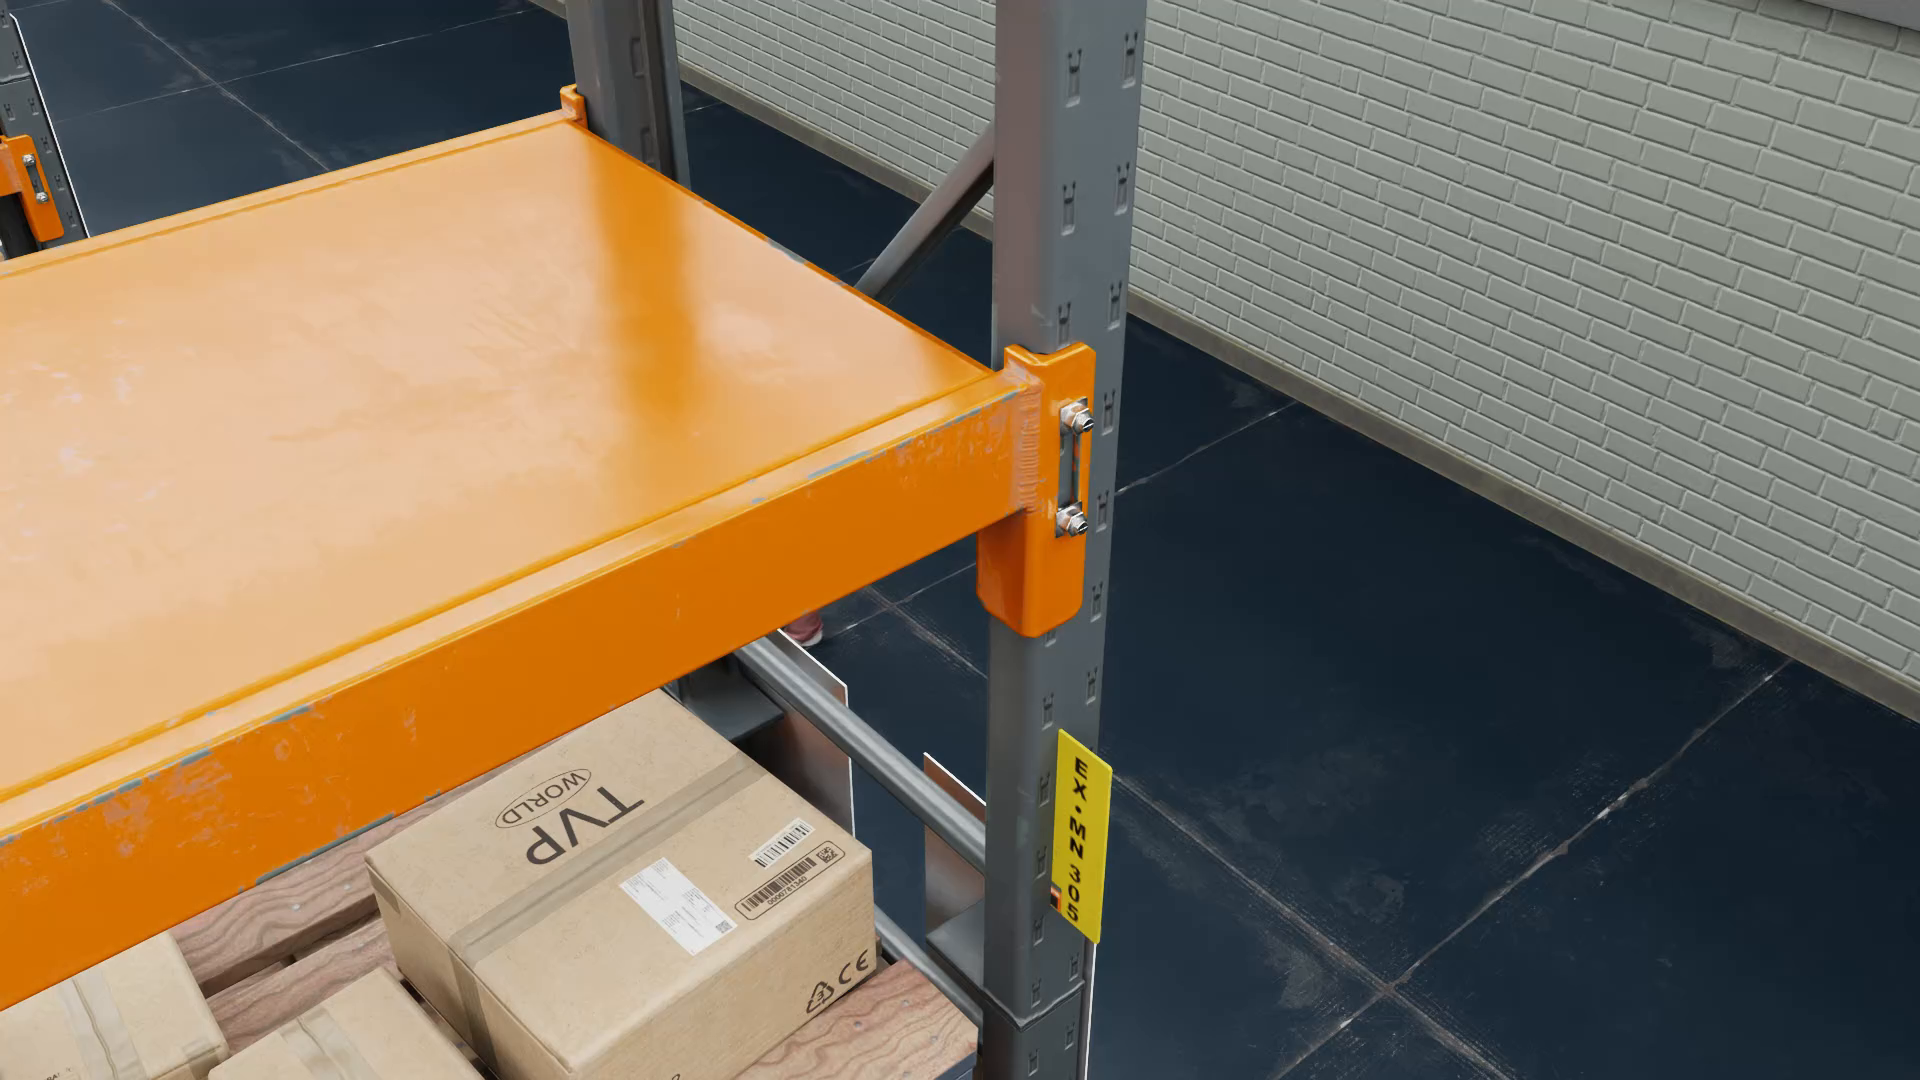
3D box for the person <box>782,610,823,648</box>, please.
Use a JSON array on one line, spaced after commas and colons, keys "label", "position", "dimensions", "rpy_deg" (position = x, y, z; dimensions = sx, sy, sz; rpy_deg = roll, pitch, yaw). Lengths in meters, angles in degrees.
[{"label": "person", "position": [-0.827, -0.205, 7.370], "dimensions": [0.365, 1.671, 0.439], "rpy_deg": [-25, 43, -31]}]
